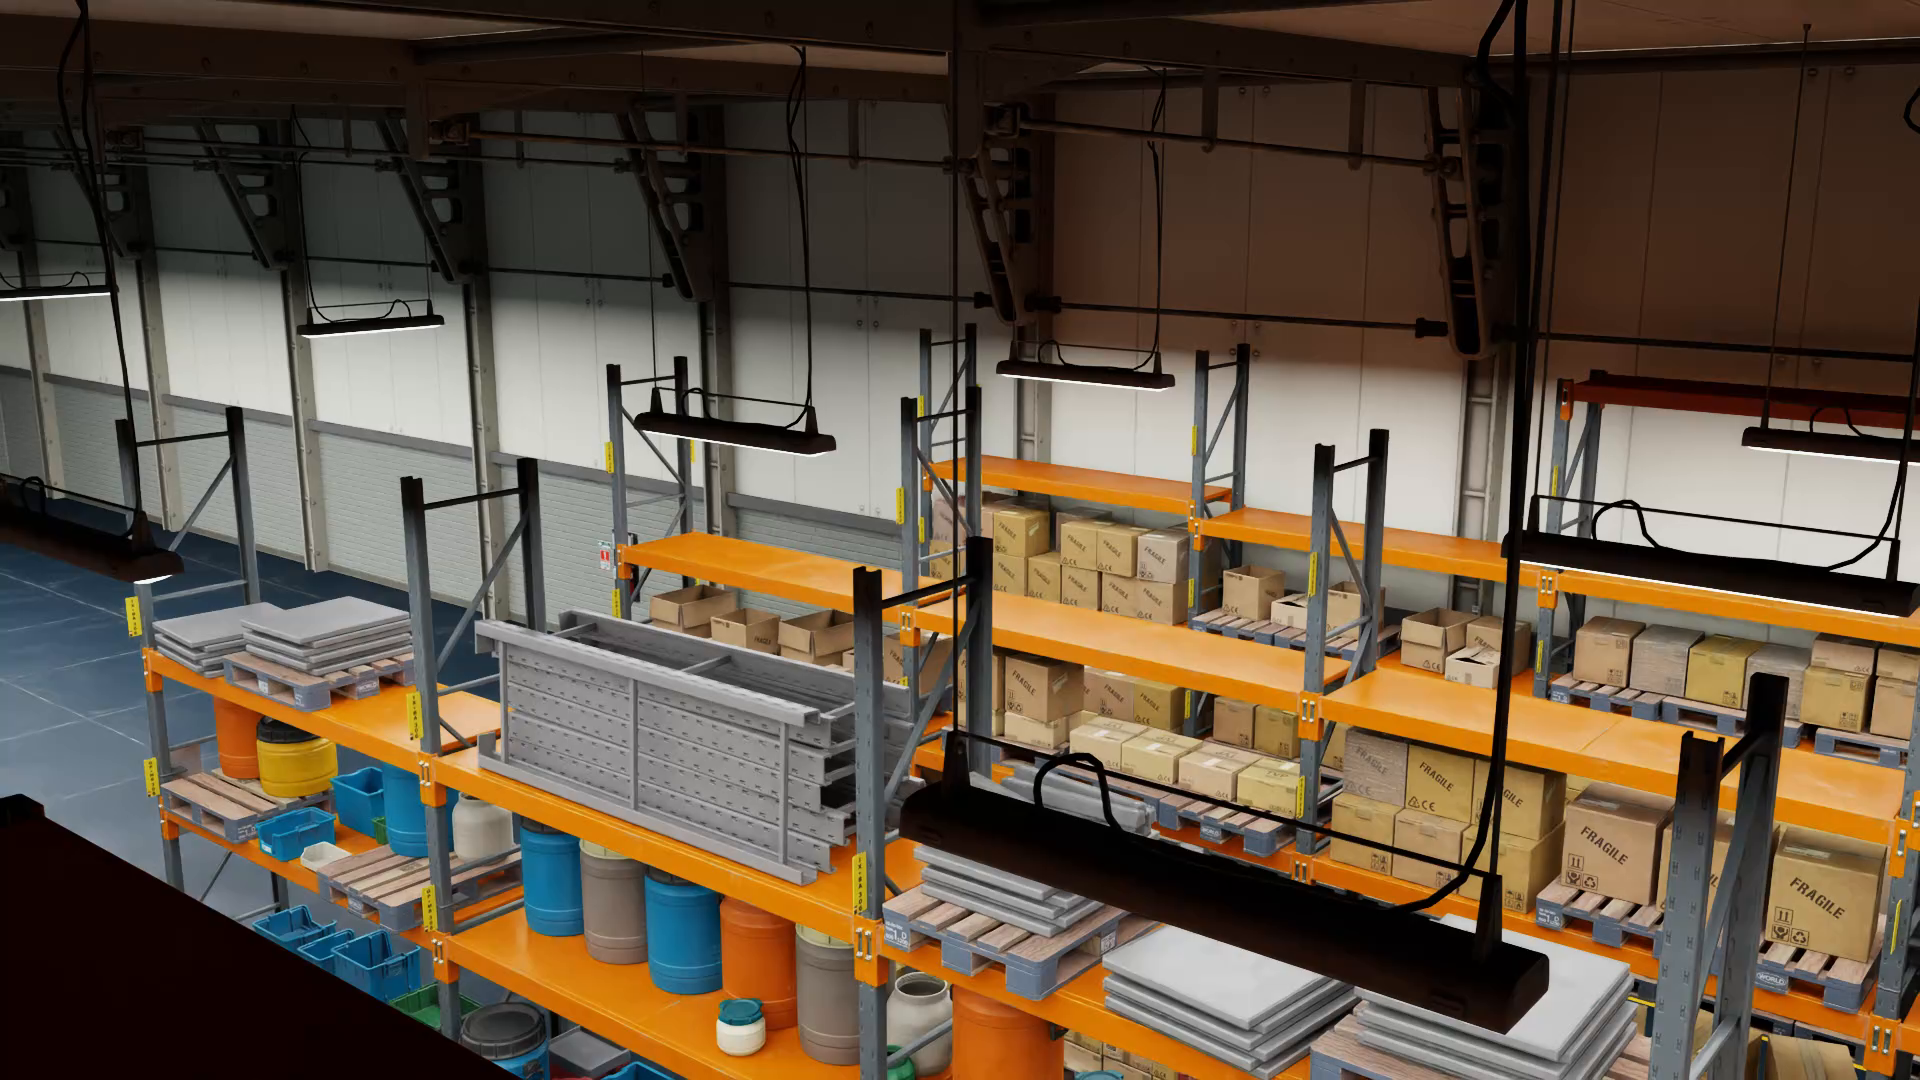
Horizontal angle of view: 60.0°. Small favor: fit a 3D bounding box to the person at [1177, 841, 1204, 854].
[{"bbox_3d":[2.150,3.654,16.222,0.982,1.631,0.541,12,17,42],"label":"person"}]
